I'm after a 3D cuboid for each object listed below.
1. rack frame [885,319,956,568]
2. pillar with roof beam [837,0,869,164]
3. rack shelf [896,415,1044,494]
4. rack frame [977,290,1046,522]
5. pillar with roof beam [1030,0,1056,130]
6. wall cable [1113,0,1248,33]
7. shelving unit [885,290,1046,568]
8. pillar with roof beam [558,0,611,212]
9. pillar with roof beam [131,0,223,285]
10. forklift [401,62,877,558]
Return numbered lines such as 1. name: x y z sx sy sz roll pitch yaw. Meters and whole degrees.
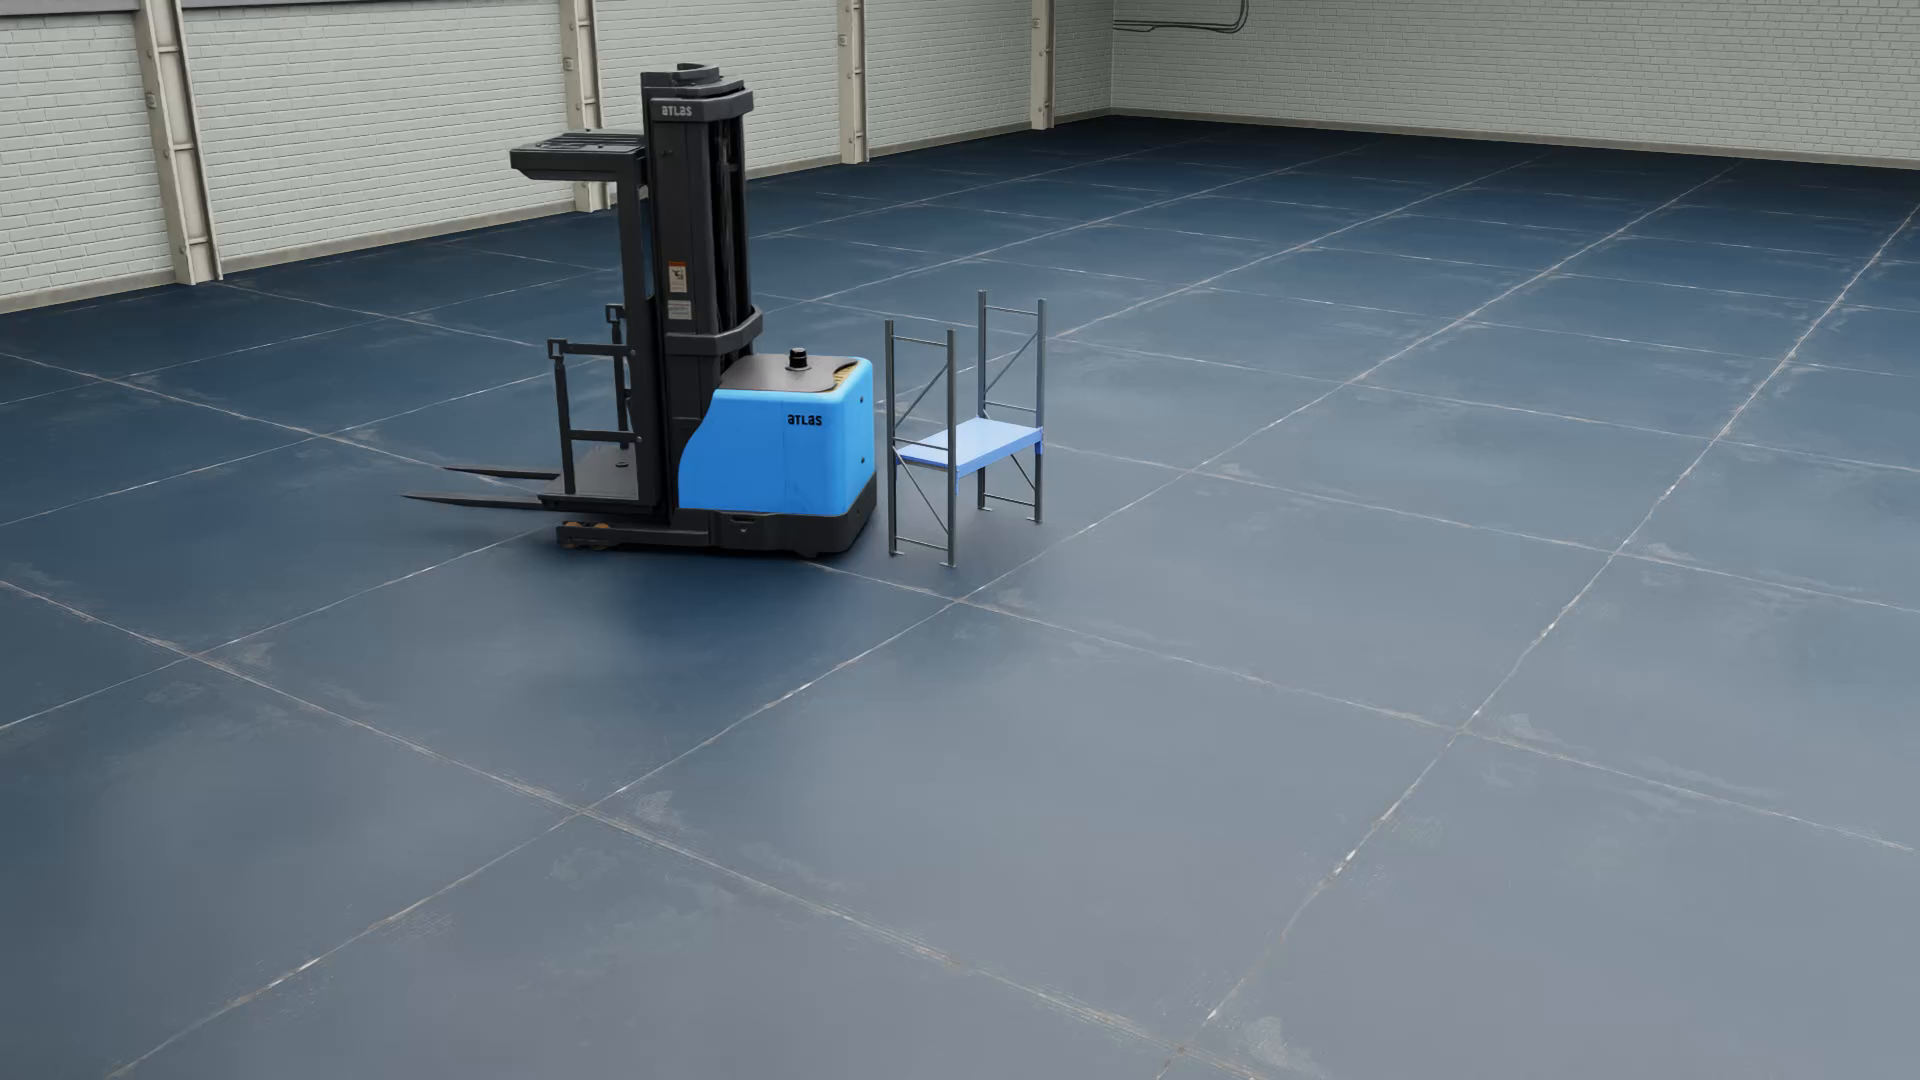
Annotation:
1. rack frame: -0.238 -0.582 10.177 0.500 1.500 0.032 13 24 32
2. pillar with roof beam: 1.795 -9.726 24.088 9.100 9.000 0.400 13 24 32
3. rack shelf: 0.048 -0.559 10.633 0.538 0.185 1.000 13 24 32
4. rack frame: 0.334 -0.874 10.965 0.500 1.500 0.032 13 24 32
5. pillar with roof beam: 5.167 -11.448 28.742 9.100 9.000 0.400 13 24 32
6. wall cable: 4.357 -11.418 33.138 3.097 2.526 0.112 13 24 32
7. shelving unit: 0.048 -0.728 10.571 0.538 1.500 1.048 13 24 32
8. pillar with roof beam: -1.578 -8.005 19.434 9.100 9.000 0.400 13 24 32
9. pillar with roof beam: -4.951 -6.283 14.780 9.100 9.000 0.400 13 24 32
10. forklift: -2.123 -1.487 10.559 3.031 2.935 1.130 3 21 9
